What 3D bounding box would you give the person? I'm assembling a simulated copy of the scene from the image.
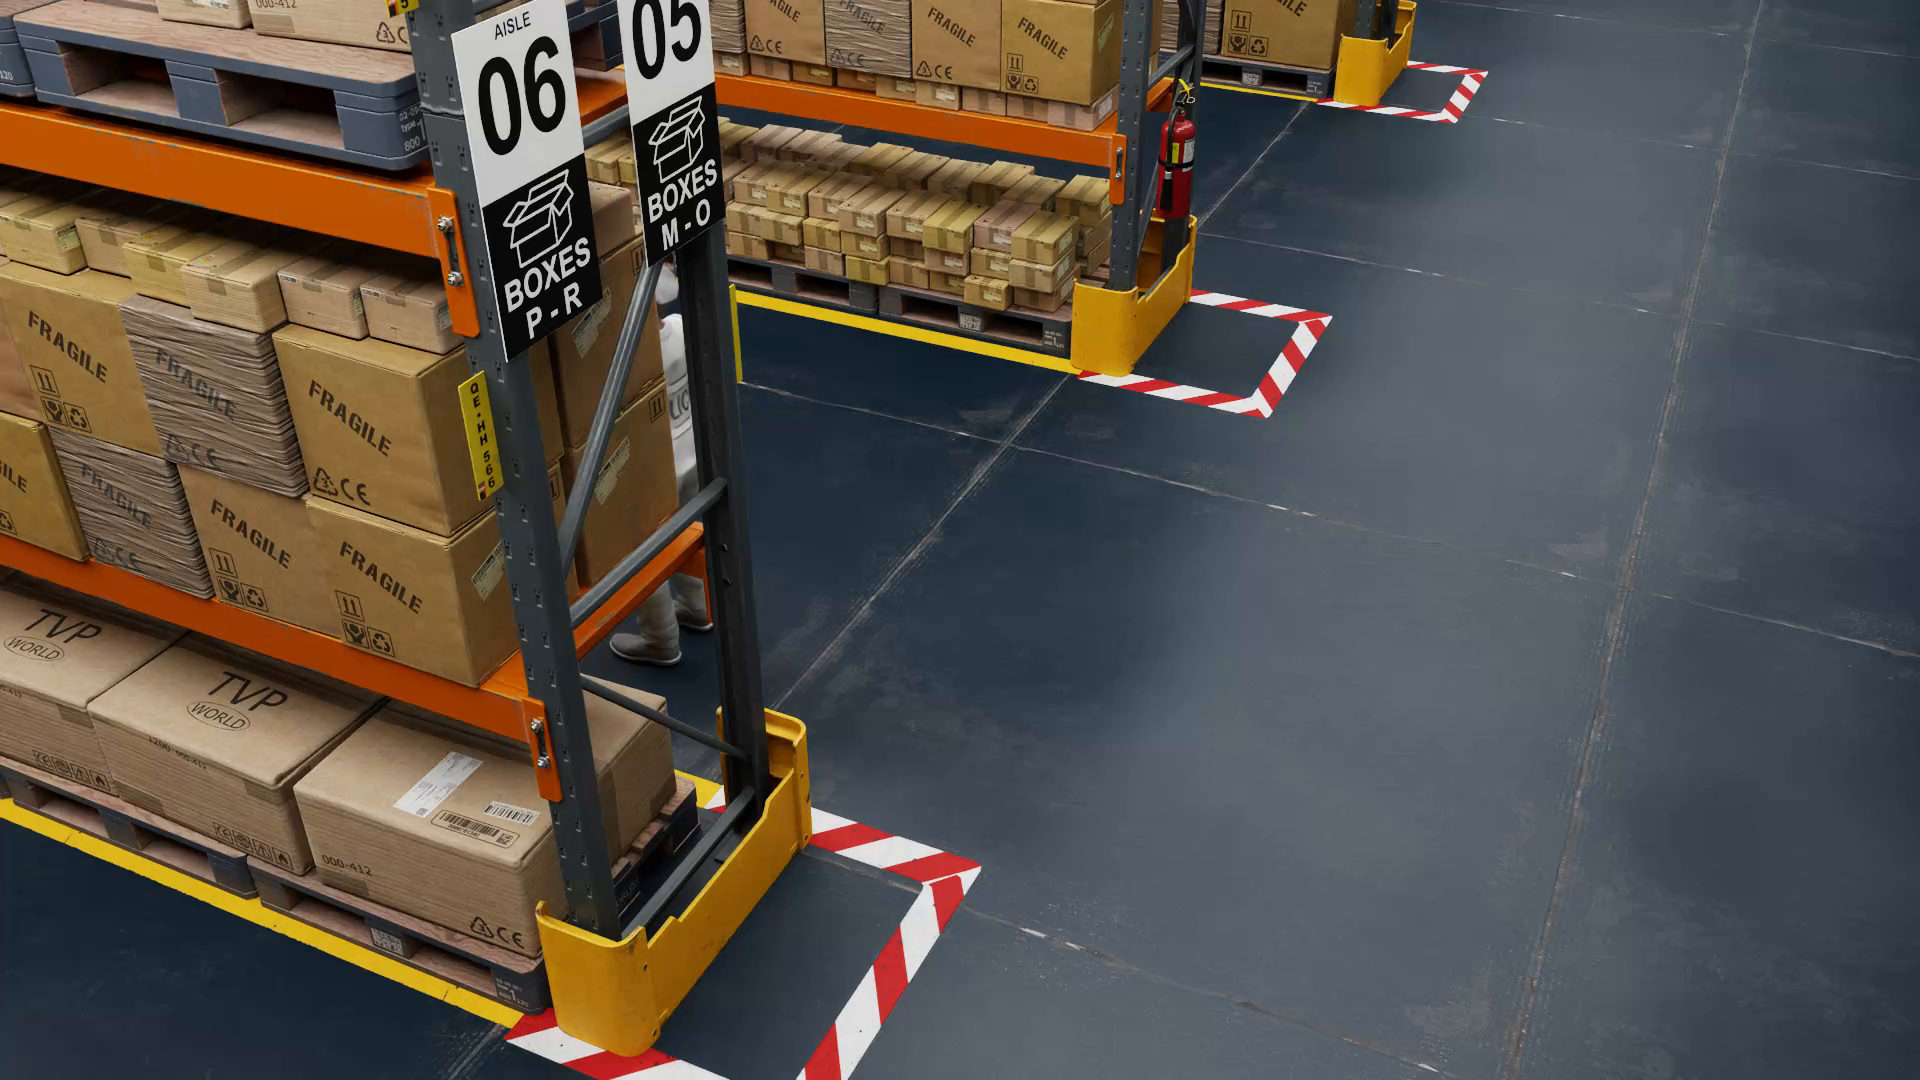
[{"bbox_3d":[-1.298,-0.321,6.601,0.572,1.768,0.494,14,36,20],"label":"person"}]
